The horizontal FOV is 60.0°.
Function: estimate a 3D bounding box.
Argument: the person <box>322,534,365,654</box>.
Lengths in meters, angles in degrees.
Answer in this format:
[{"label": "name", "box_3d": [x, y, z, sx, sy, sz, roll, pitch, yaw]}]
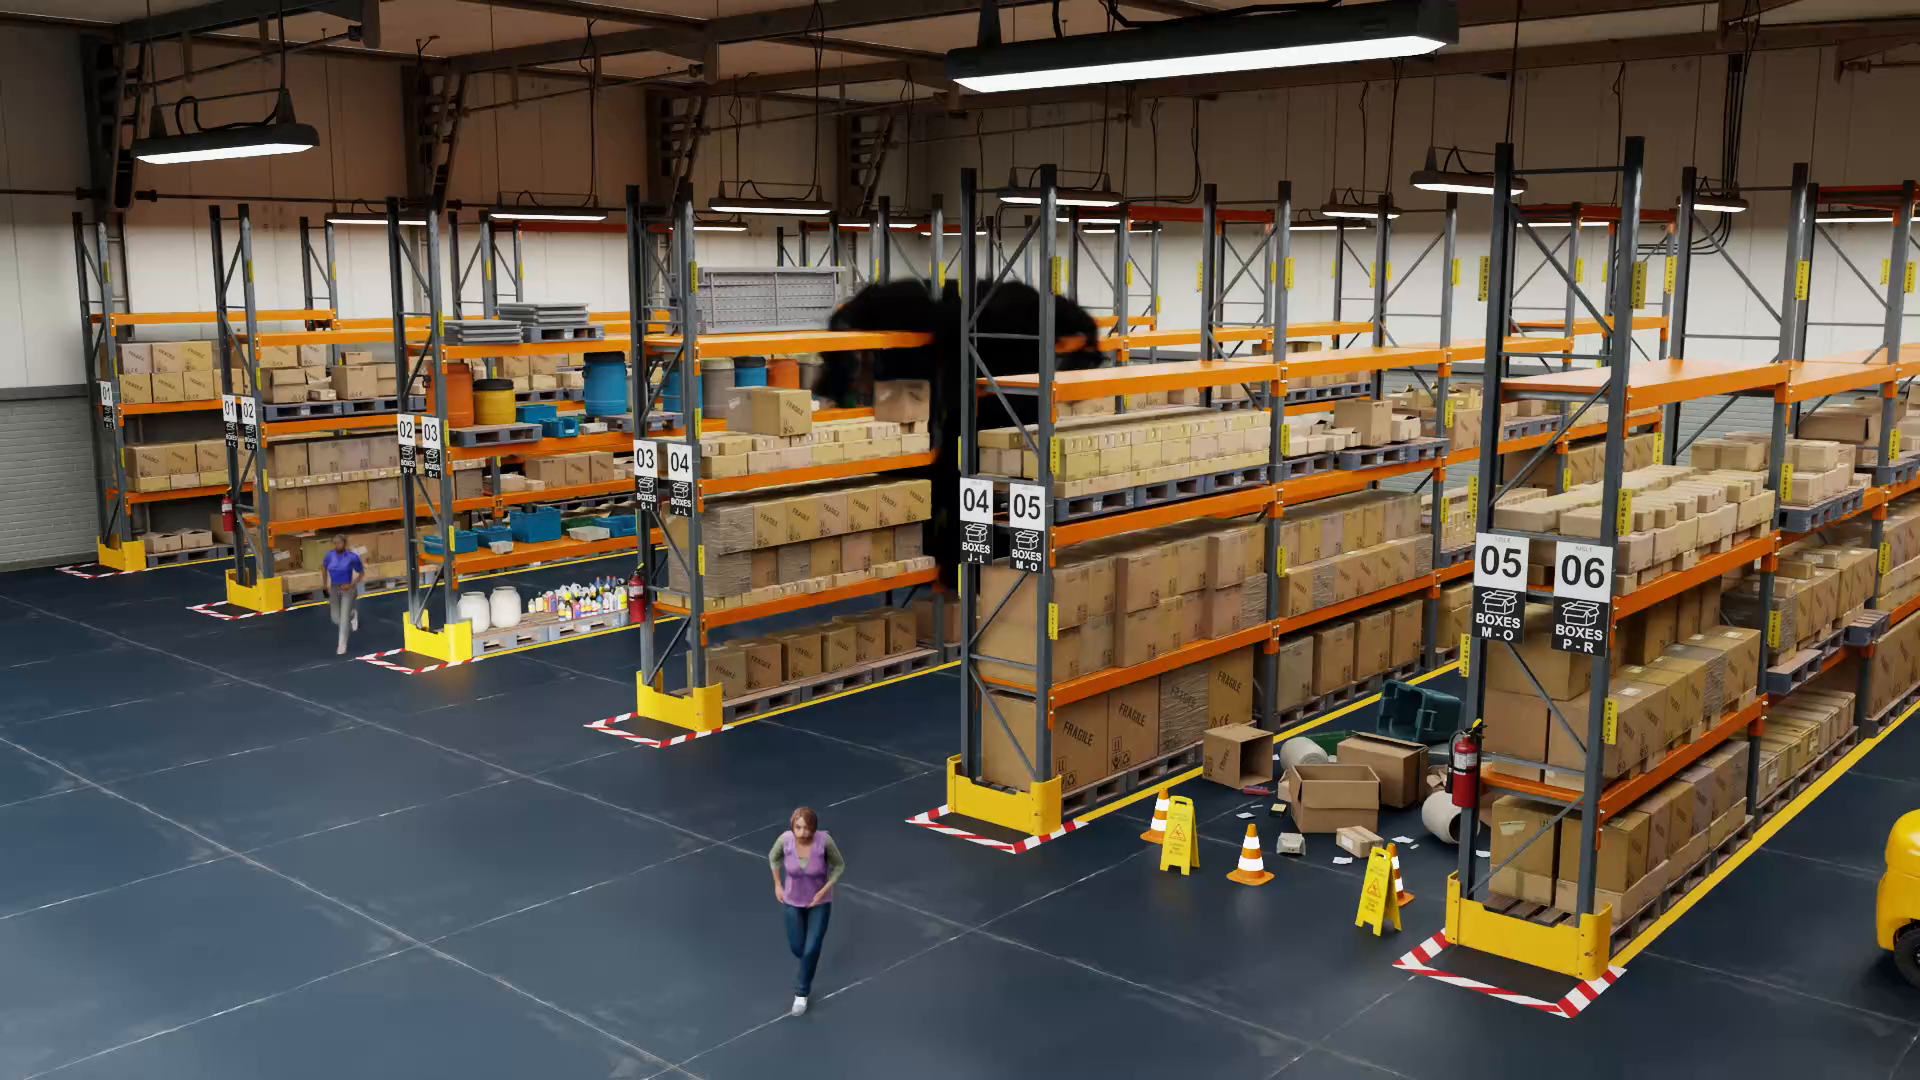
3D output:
[{"label": "person", "box_3d": [-8.282, 0.705, 22.383, 0.605, 1.605, 0.676, 1, 9, 3]}]

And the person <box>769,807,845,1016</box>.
[{"label": "person", "box_3d": [-1.067, 2.530, 11.636, 0.533, 1.537, 0.718, 0, 9, -3]}]

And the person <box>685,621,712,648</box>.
[{"label": "person", "box_3d": [-3.316, 0.892, 20.917, 0.551, 1.648, 0.664, 8, 12, 39]}]

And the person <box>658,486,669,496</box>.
[{"label": "person", "box_3d": [-5.912, -1.075, 32.779, 0.752, 1.744, 1.057, 7, 12, 37]}]
